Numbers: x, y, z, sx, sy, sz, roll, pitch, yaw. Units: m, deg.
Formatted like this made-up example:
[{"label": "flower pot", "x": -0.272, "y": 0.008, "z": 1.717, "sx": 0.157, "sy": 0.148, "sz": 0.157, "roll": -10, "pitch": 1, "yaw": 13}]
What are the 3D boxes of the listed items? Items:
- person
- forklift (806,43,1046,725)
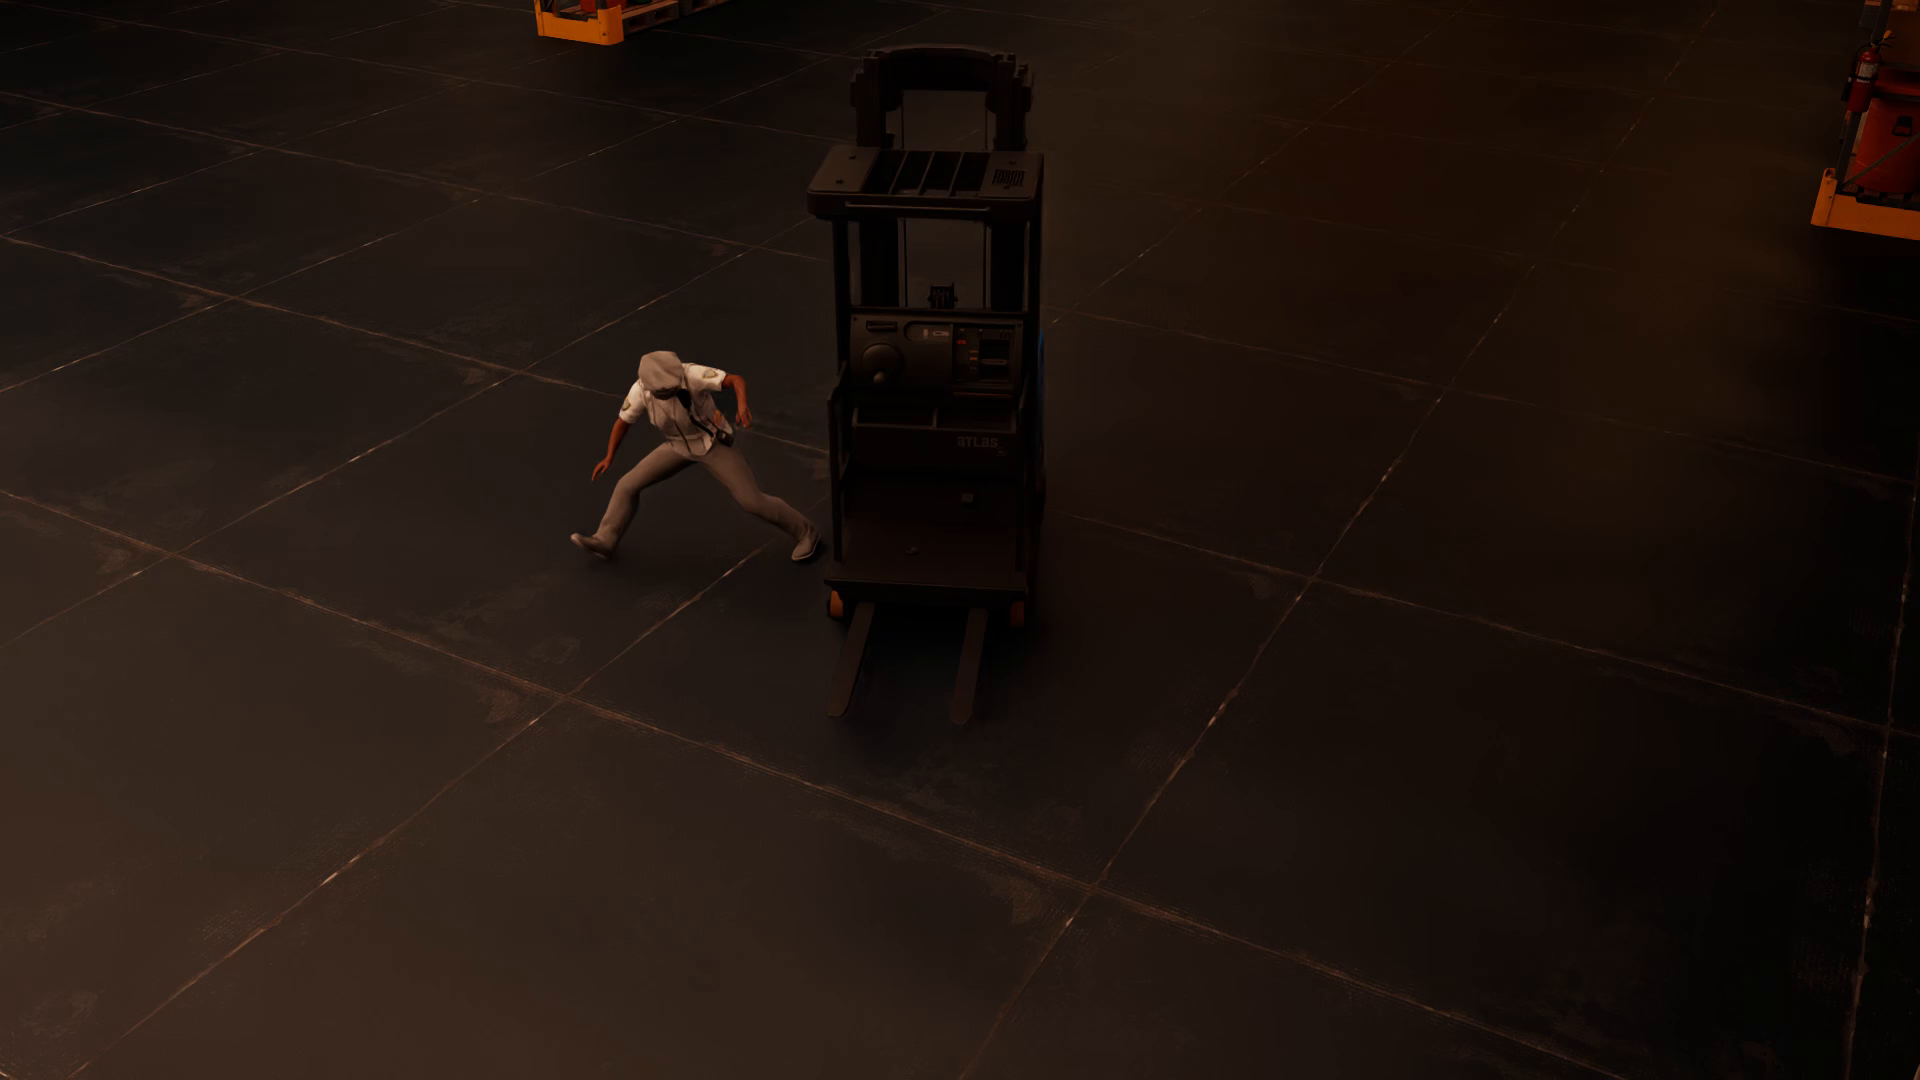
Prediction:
[{"label": "person", "x": -1.540, "y": -0.482, "z": 9.507, "sx": 1.287, "sy": 1.339, "sz": 0.795, "roll": 10, "pitch": 32, "yaw": 17}, {"label": "forklift", "x": -0.146, "y": -0.957, "z": 8.728, "sx": 1.130, "sy": 2.935, "sz": 3.031, "roll": 3, "pitch": 30, "yaw": 5}]
